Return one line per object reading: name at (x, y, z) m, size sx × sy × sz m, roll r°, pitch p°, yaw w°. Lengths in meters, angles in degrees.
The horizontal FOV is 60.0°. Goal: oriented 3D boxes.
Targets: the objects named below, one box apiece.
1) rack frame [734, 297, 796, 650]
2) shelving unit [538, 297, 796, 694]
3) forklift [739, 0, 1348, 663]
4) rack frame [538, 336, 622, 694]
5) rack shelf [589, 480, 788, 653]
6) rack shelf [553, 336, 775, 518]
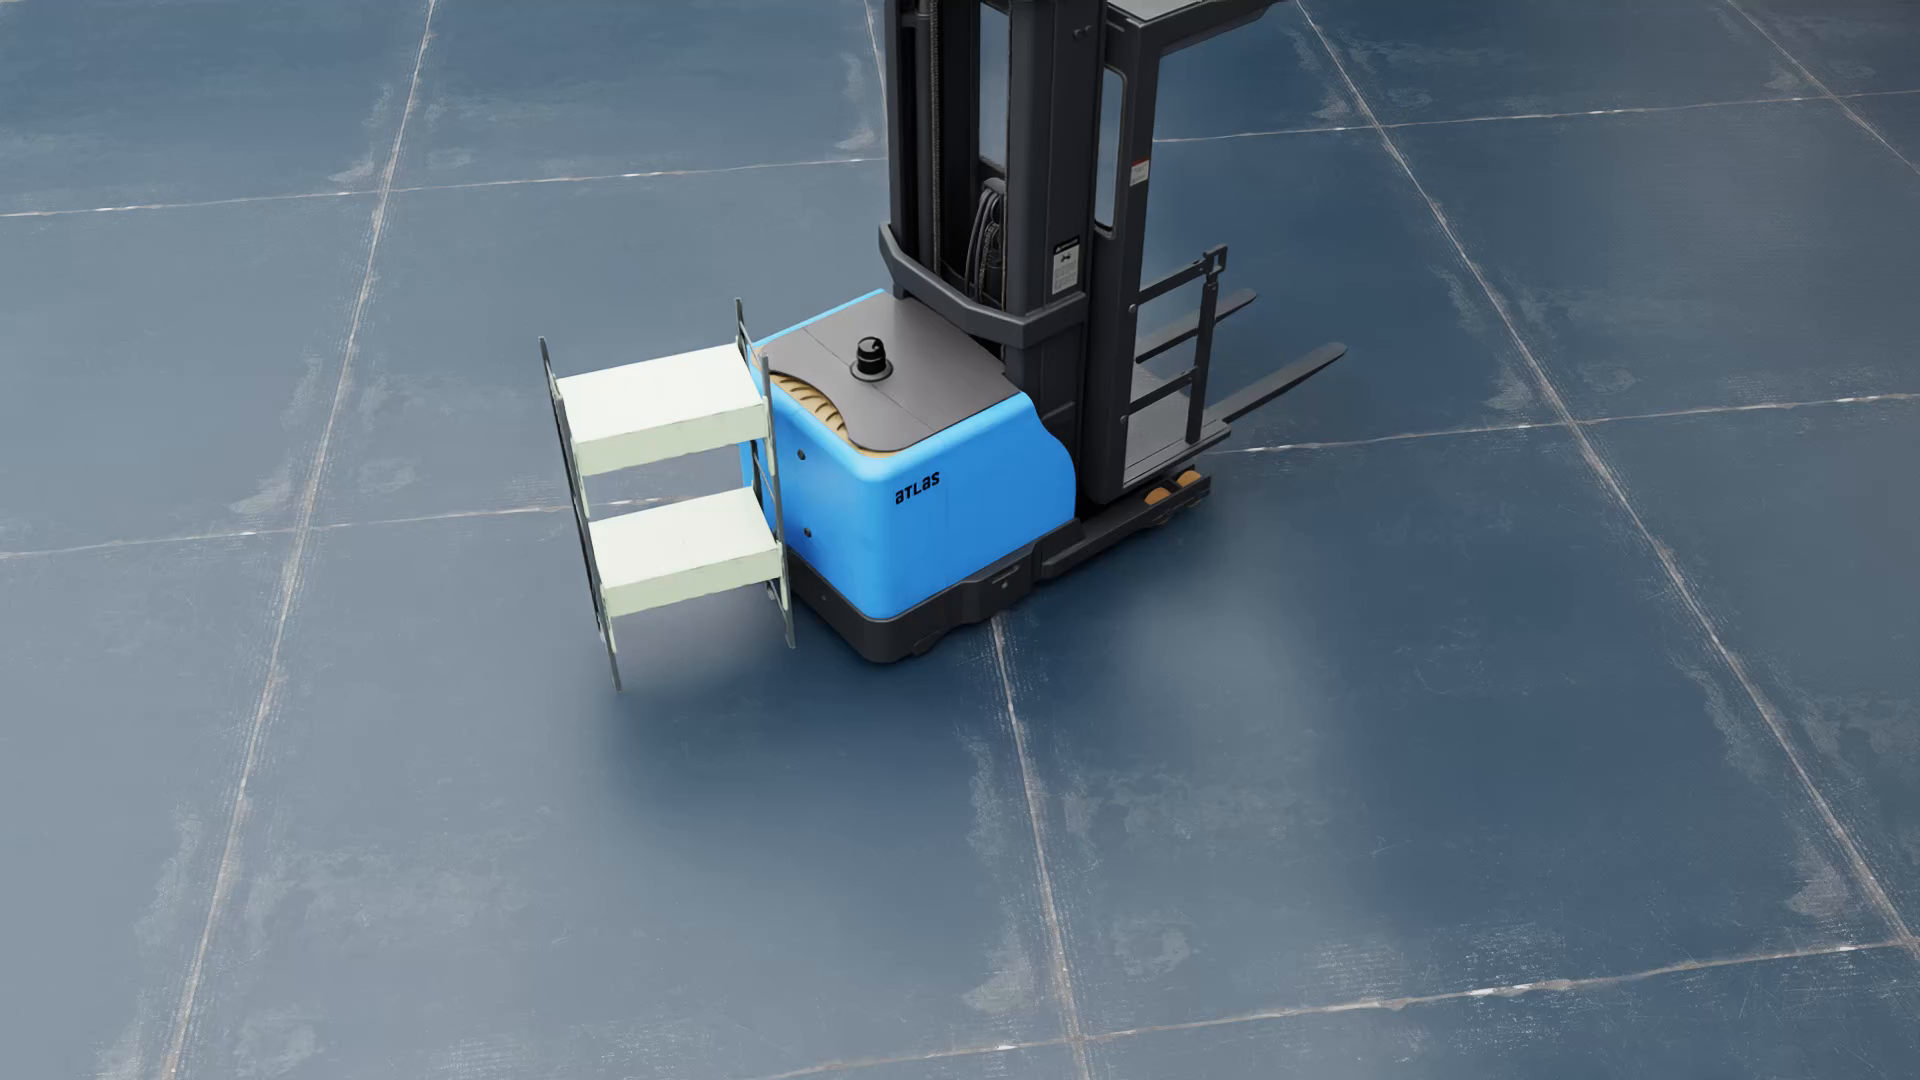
rack frame at (-0.767, -0.225, 6.595) m, size 0.023 × 1.500 × 0.400 m, roll -14°, pitch 44°, yaw -15°
shelving unit at (-1.111, -0.141, 6.501) m, size 0.755 × 1.500 × 0.431 m, roll -14°, pitch 44°, yaw -15°
forklift at (0.521, -1.409, 6.839) m, size 3.031 × 2.935 × 1.130 m, roll -28°, pitch 49°, yaw -28°
rack frame at (-1.454, -0.057, 6.408) m, size 0.023 × 1.500 × 0.400 m, roll -14°, pitch 44°, yaw -15°
rack shelf at (-1.111, 0.101, 6.720) m, size 0.720 × 0.370 × 0.431 m, roll -14°, pitch 44°, yaw -15°
rack shelf at (-1.111, -0.431, 6.240) m, size 0.720 × 0.370 × 0.431 m, roll -14°, pitch 44°, yaw -15°
